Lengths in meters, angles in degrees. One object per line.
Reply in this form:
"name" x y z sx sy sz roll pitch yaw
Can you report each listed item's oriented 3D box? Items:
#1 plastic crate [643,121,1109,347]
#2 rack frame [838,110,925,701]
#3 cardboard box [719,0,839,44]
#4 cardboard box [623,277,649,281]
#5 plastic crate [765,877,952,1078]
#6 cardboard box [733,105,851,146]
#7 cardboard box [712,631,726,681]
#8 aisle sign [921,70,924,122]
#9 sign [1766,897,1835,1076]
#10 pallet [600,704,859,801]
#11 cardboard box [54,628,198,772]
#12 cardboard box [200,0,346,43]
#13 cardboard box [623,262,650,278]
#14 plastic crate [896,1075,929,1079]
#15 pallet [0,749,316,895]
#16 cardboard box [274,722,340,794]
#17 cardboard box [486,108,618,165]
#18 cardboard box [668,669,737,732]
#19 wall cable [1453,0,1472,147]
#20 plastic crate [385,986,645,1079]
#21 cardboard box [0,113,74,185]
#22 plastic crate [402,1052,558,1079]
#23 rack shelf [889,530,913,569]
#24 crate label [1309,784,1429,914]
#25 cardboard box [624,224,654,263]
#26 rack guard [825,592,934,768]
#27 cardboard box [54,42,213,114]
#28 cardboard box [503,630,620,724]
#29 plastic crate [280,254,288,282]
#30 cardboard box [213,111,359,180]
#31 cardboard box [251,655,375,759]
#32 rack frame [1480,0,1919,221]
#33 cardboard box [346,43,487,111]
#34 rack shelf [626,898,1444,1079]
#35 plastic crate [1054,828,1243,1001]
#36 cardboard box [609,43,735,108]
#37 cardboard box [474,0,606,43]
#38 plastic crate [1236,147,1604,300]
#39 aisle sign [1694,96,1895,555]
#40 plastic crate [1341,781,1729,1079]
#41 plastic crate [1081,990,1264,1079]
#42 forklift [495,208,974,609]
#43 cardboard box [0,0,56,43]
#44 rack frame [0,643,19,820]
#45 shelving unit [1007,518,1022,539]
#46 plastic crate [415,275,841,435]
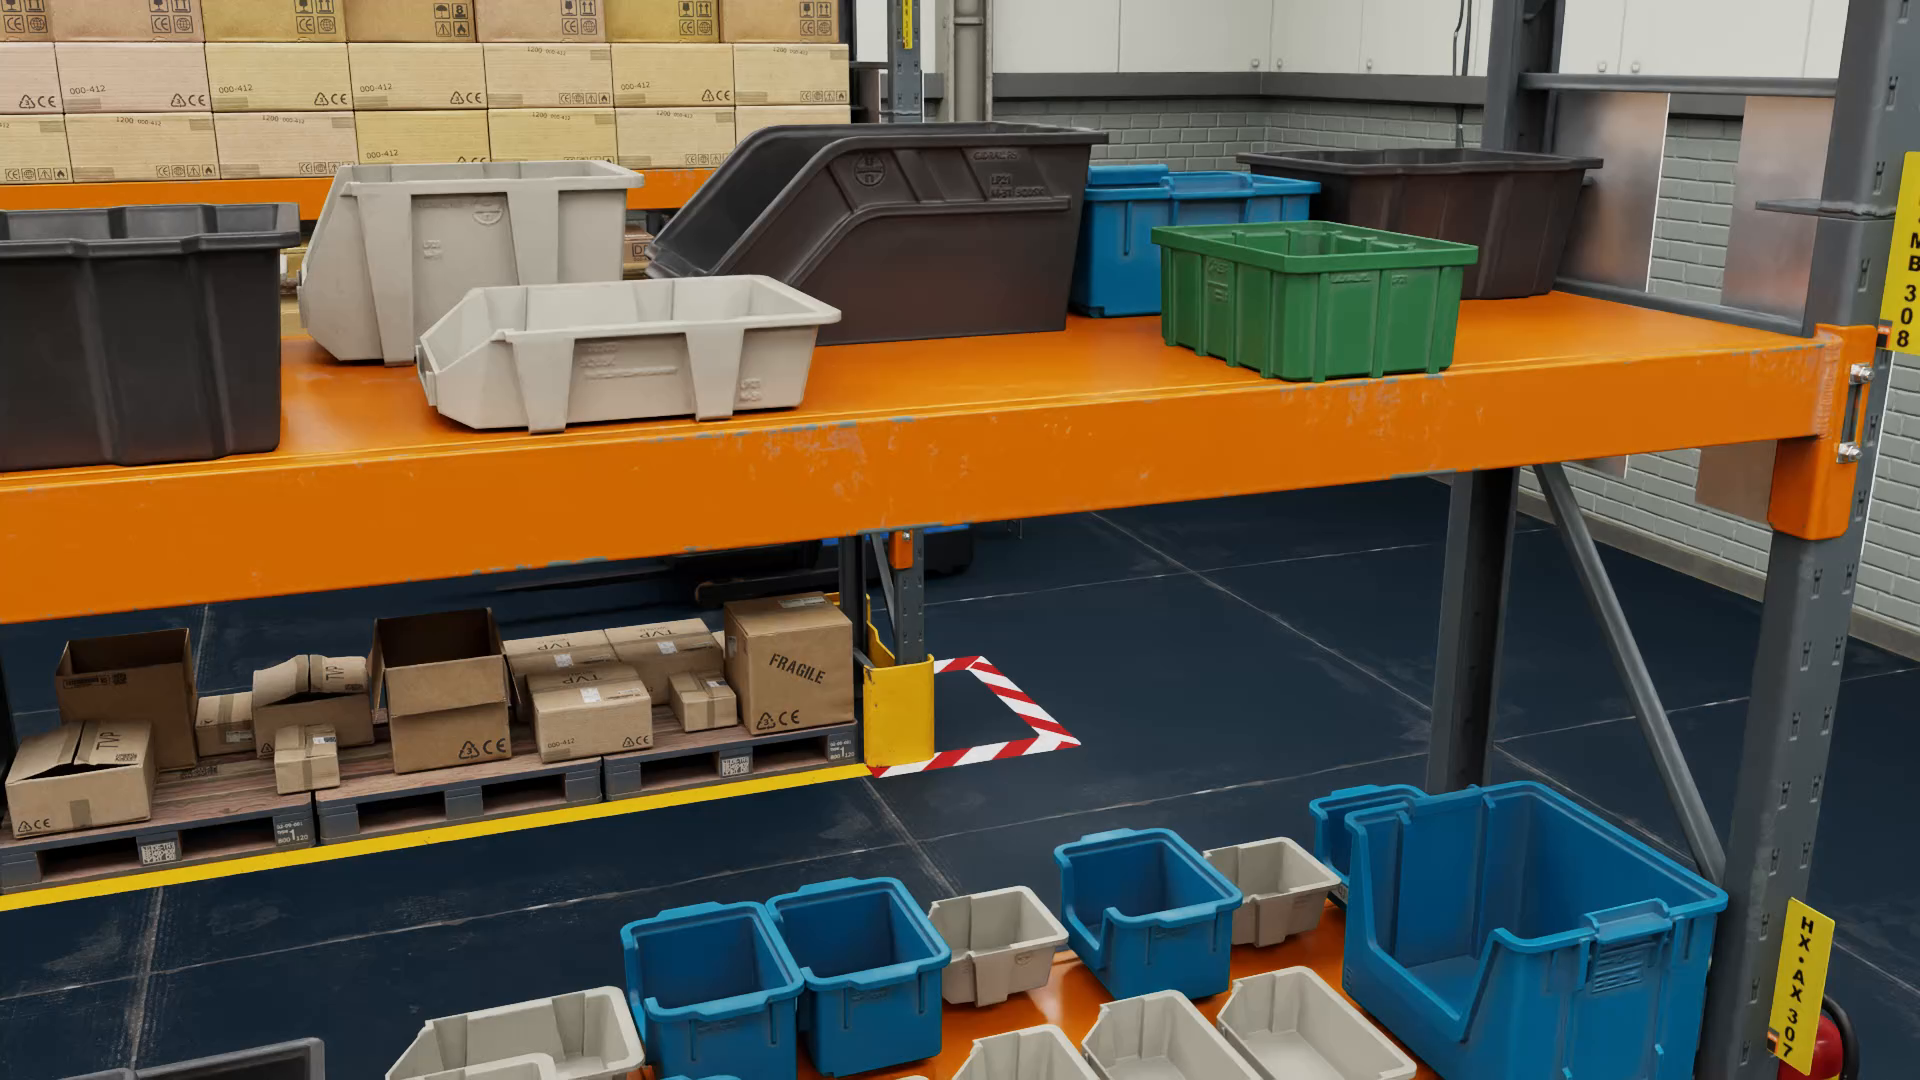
"plastic crate" -0.159 -0.553 2.944 0.767 0.338 0.504 -6 17 -20
"rack frame" -0.403 -0.529 8.075 0.127 3.000 1.000 -6 17 -20
"cardboard box" -0.877 -2.440 7.307 0.500 0.500 0.700 -6 17 -20
"cardboard box" -1.192 -0.888 7.347 0.500 0.500 0.500 -6 17 -19
"plastic crate" -0.212 0.897 3.409 0.300 0.233 0.416 -6 17 -20
"cardboard box" -0.789 -1.775 7.261 0.500 0.250 0.500 -6 17 -20
"cardboard box" -1.151 0.597 8.491 0.250 0.166 0.380 -6 17 -20
"aisle sign" -0.230 -1.702 7.458 0.004 0.787 0.394 -6 17 -20
"sign" 1.578 0.840 3.126 0.005 0.325 0.100 -6 17 -20
"pallet" -1.218 0.898 8.167 1.213 0.211 1.003 -6 17 -20
"cardboard box" -3.708 0.731 7.442 0.500 0.500 0.500 -6 17 -20
"cardboard box" -2.716 -2.217 6.547 0.500 0.500 0.700 -6 17 -20
"cardboard box" -1.397 -1.026 7.818 0.500 0.500 0.500 -6 17 -20
"plastic crate" -0.128 1.097 2.900 0.250 0.136 0.298 -6 17 -20
"pallet" -3.497 1.144 7.330 1.213 0.211 1.003 -6 17 -20
"cardboard box" -2.865 0.948 7.295 0.250 0.166 0.380 -6 17 -20
"cardboard box" -1.722 -1.673 6.916 0.500 0.250 0.500 -6 17 -20
"cardboard box" -1.233 0.756 7.947 0.250 0.166 0.380 -6 17 -20
"wall cable" 3.230 -3.697 13.726 0.112 2.526 3.097 -6 17 -20
"plastic crate" -0.851 1.021 3.158 0.466 0.136 0.293 -6 17 -20
"cardboard box" -3.596 -1.477 6.246 0.500 0.250 0.500 -6 17 -20
"plastic crate" -0.878 1.101 2.630 0.530 0.282 0.437 -6 17 -20
"rack shelf" -2.271 0.018 7.490 4.000 0.370 1.077 -6 17 -20
"crate label" 1.017 0.765 3.861 0.303 0.233 0.416 -6 17 -20
"cardboard box" -2.652 -1.922 12.286 0.700 0.700 0.980 -5 17 -18
"rack guard" -0.474 0.678 8.401 0.348 0.500 1.175 -6 17 -20
"cardboard box" -3.129 -1.767 6.348 0.500 0.250 0.500 -6 17 -20
"cardboard box" -1.946 0.660 8.125 0.500 0.250 0.500 -6 17 -20
"plastic crate" -1.318 -0.363 2.655 0.466 0.136 0.293 -6 17 -20
"cardboard box" -2.660 -1.576 6.584 0.500 0.250 0.500 -6 17 -20
"cardboard box" -3.007 0.746 7.726 0.500 0.311 0.500 -6 17 -20
"rack frame" 1.366 -2.104 2.791 0.127 3.000 1.000 -6 17 -20
"cardboard box" -2.191 -1.865 6.681 0.500 0.250 0.500 -6 17 -20
"rack shelf" -0.502 1.322 3.051 4.000 0.370 1.077 -6 17 -20
"plastic crate" 0.403 0.831 3.635 0.300 0.233 0.416 -6 17 -20
"cardboard box" -1.258 -1.967 7.026 0.500 0.250 0.500 -6 17 -20
"cardboard box" -1.803 -2.333 6.943 0.500 0.500 0.700 -6 17 -20
"plastic crate" 0.907 -0.636 3.349 0.590 0.269 0.497 -6 17 -20
"aisle sign" 1.538 -0.403 3.032 0.004 0.787 0.394 -6 17 -20
"plastic crate" 1.120 0.812 3.340 0.499 0.435 0.616 -6 17 -20
"plastic crate" 0.393 1.028 3.136 0.243 0.136 0.396 -6 17 -20
"forklift" -1.476 -1.152 10.320 3.031 2.935 1.130 -7 18 -22
"cardboard box" -3.698 -2.151 6.325 0.500 0.500 0.700 -6 17 -20
"rack frame" -4.138 -0.125 6.702 0.127 3.000 1.000 -6 17 -20
"shelving unit" 0.155 -0.592 11.486 0.503 1.200 0.258 -6 17 -20
"plastic crate" -0.475 -0.264 2.319 0.530 0.136 0.437 -6 17 -20
